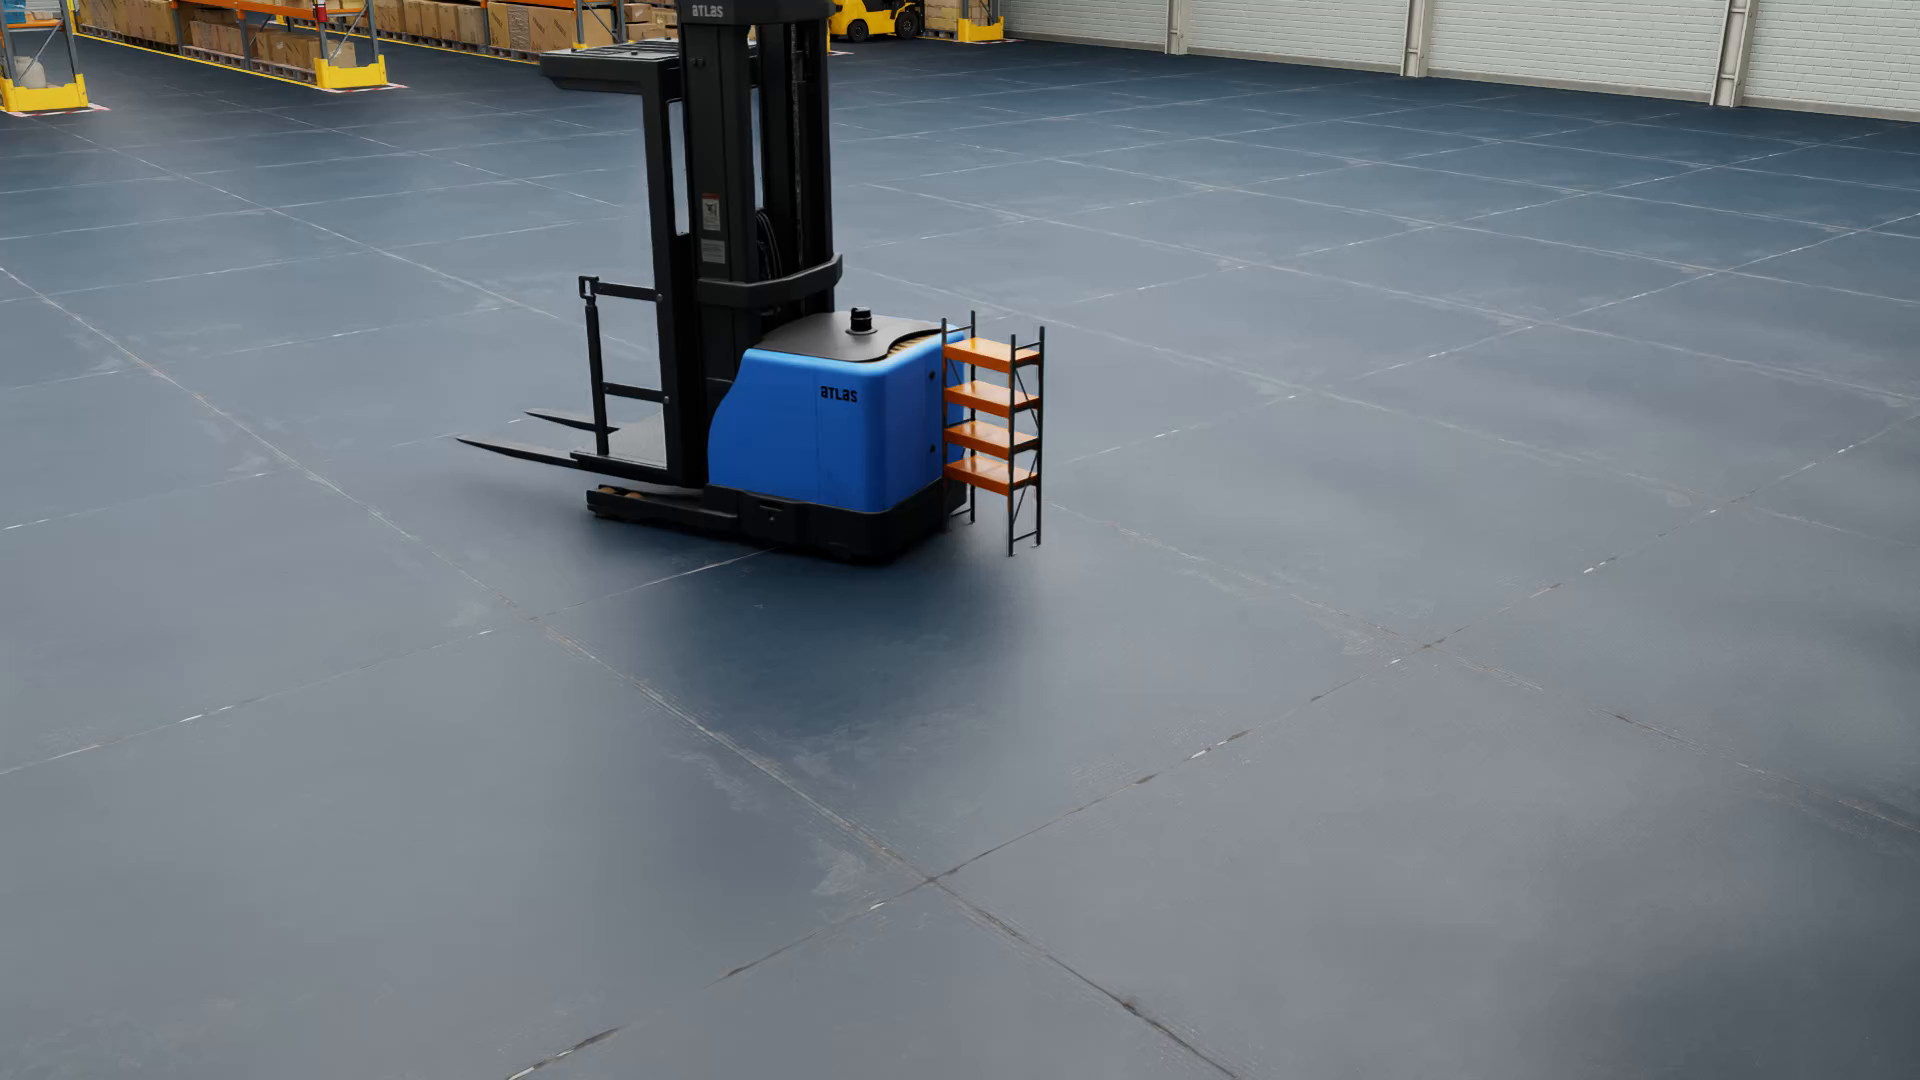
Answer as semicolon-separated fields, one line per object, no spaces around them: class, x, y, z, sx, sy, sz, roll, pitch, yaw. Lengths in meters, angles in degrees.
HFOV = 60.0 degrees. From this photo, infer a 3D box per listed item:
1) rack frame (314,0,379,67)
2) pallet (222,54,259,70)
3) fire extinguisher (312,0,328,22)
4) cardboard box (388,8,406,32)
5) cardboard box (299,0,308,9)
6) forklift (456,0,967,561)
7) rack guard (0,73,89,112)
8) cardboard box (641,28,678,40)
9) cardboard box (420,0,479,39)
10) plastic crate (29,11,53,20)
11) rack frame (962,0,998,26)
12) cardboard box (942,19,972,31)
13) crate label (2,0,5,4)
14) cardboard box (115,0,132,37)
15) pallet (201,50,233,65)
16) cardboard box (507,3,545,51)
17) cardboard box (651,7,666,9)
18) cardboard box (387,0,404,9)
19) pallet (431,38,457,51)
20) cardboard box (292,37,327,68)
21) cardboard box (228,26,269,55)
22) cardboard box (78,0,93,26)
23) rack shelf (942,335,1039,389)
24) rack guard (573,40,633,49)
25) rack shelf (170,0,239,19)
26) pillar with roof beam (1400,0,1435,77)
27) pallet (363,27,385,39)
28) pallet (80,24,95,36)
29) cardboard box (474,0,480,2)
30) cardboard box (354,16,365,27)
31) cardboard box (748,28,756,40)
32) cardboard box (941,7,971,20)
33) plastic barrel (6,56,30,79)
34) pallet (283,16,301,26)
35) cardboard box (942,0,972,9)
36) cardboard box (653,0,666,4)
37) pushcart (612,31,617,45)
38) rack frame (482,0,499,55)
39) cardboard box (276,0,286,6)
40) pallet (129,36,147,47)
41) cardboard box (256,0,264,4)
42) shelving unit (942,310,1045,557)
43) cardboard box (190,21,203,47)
rack frame;-10.796;-9.490;29.101;1.000;3.000;0.127;-17;27;-37
pallet;-13.917;-9.512;32.979;1.003;0.211;1.213;-17;27;-37
fire extinguisher;-11.071;-9.313;28.754;0.296;0.674;0.183;-17;27;-37
cardboard box;-12.823;-12.004;38.372;0.500;0.500;0.500;-18;27;-38
cardboard box;-11.504;-9.529;29.544;0.380;0.149;0.250;-17;27;-37
forklift;-1.512;-1.619;9.098;3.031;2.935;1.130;11;24;25
rack guard;-14.634;-7.157;26.571;1.175;0.500;0.348;-17;27;-37
cardboard box;-6.353;-10.569;35.279;0.637;0.503;0.797;3;22;9
cardboard box;-11.292;-11.571;36.922;1.050;0.750;0.750;-17;27;-37
plastic crate;-14.889;-8.512;26.965;0.298;0.136;0.250;-17;27;-37
rack frame;0.469;-13.032;38.143;1.000;3.000;0.127;-17;27;-37
cardboard box;-0.077;-12.002;38.708;0.500;0.250;0.500;-17;27;-37
crate label;-15.955;-8.772;27.218;0.502;0.435;0.616;-17;27;-37
cardboard box;-18.197;-11.840;37.437;1.225;0.875;0.875;-17;27;-37
pallet;-14.717;-9.849;33.840;1.003;0.211;1.213;-17;27;-37
cardboard box;-8.635;-10.516;34.057;0.875;0.875;0.875;-17;27;-37
cardboard box;-7.662;-12.671;40.249;0.950;0.372;0.625;-18;28;-38
cardboard box;-12.840;-12.360;38.253;0.500;0.250;0.500;-18;28;-39
pallet;-10.945;-10.982;36.734;1.003;0.211;1.213;-17;27;-37
cardboard box;-12.002;-9.033;30.785;0.500;0.500;0.500;-14;26;-33
cardboard box;-14.089;-9.947;33.092;0.700;0.500;0.500;-18;27;-38
cardboard box;-20.762;-12.959;40.295;0.875;0.875;0.875;-17;27;-37
rack shelf;0.168;-0.929;8.632;0.480;0.148;0.258;20;29;41
rack guard;-6.957;-9.472;32.483;1.175;0.500;0.348;-17;27;-37
rack shelf;-14.713;-10.813;33.464;1.077;0.370;4.000;-17;27;-37
pillar with roof beam;5.269;-11.892;27.007;9.100;9.000;0.400;-17;27;-37
pallet;-13.496;-12.108;39.608;1.003;0.211;1.213;-17;27;-37
pallet;-20.659;-12.410;40.379;1.003;0.211;1.213;-17;27;-37
cardboard box;-13.226;-15.114;46.396;0.875;0.438;0.875;-19;28;-39
cardboard box;-14.178;-12.577;39.833;0.500;0.500;0.500;-16;26;-35
cardboard box;-4.353;-11.069;36.326;0.500;0.250;0.500;-17;27;-37
cardboard box;-0.086;-12.240;38.630;0.500;0.250;0.500;-18;28;-38
plastic barrel;-15.363;-7.650;27.239;0.421;0.512;0.421;0;21;0
pallet;-16.864;-13.511;43.191;1.003;0.211;1.213;-17;27;-37
cardboard box;-0.068;-12.466;38.521;0.500;0.250;0.500;-16;27;-36
cardboard box;-8.441;-15.760;47.961;0.700;0.500;0.500;-19;28;-39
pushcart;-7.595;-11.177;37.003;0.936;0.377;1.648;12;24;27
rack frame;-9.584;-11.748;34.866;1.000;3.000;0.127;-17;27;-37
cardboard box;-12.198;-9.792;30.216;0.380;0.149;0.250;-17;27;-37
pallet;-18.069;-11.312;37.575;1.003;0.211;1.213;-17;27;-37
cardboard box;-12.855;-10.067;30.918;0.380;0.149;0.250;-17;27;-37
shelving unit;0.168;-0.563;8.775;0.503;1.200;0.258;20;29;41
cardboard box;-15.566;-10.561;34.659;0.700;0.500;0.500;-19;28;-40
